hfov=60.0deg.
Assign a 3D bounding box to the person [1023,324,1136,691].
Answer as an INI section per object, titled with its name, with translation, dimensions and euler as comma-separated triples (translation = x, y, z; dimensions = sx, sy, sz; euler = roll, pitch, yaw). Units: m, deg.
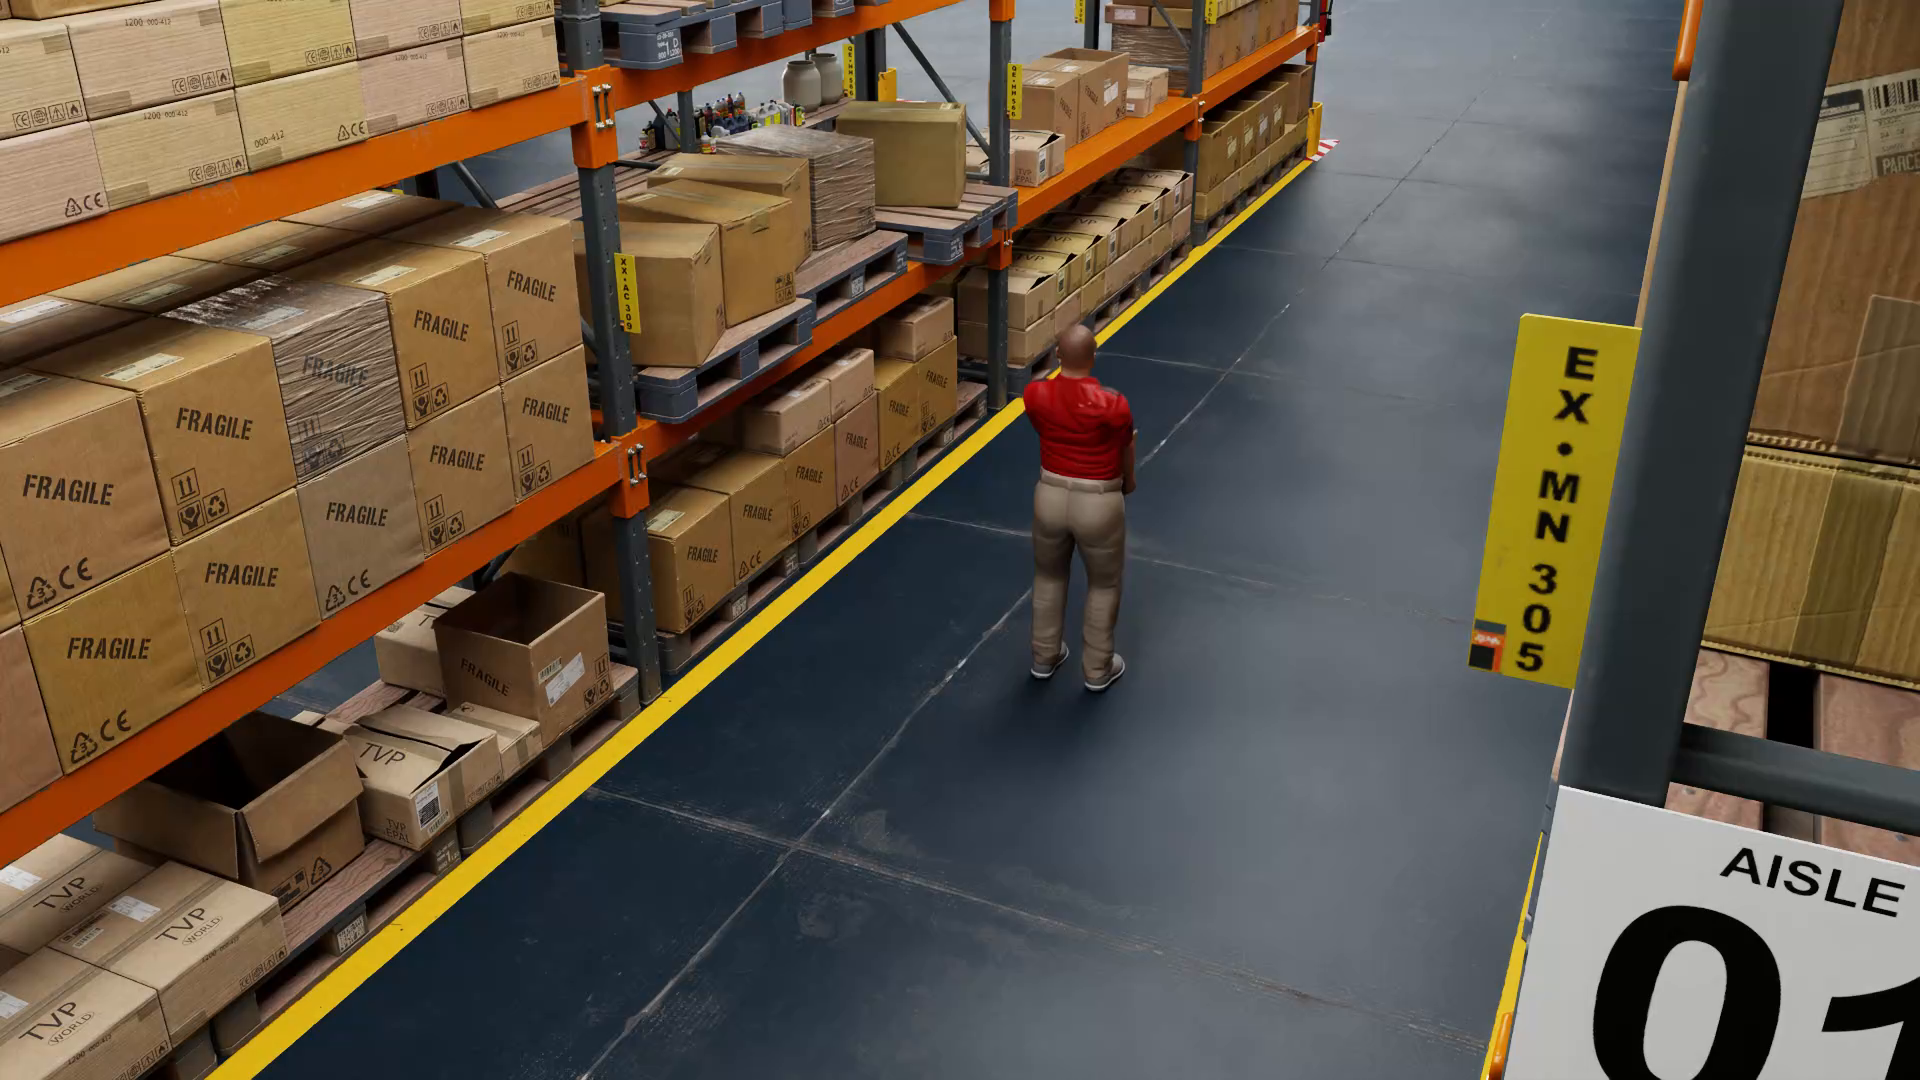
[person]
translation = 0.555, -0.180, 7.514
dimensions = 0.490, 1.724, 0.542
euler = 11, 28, 22
